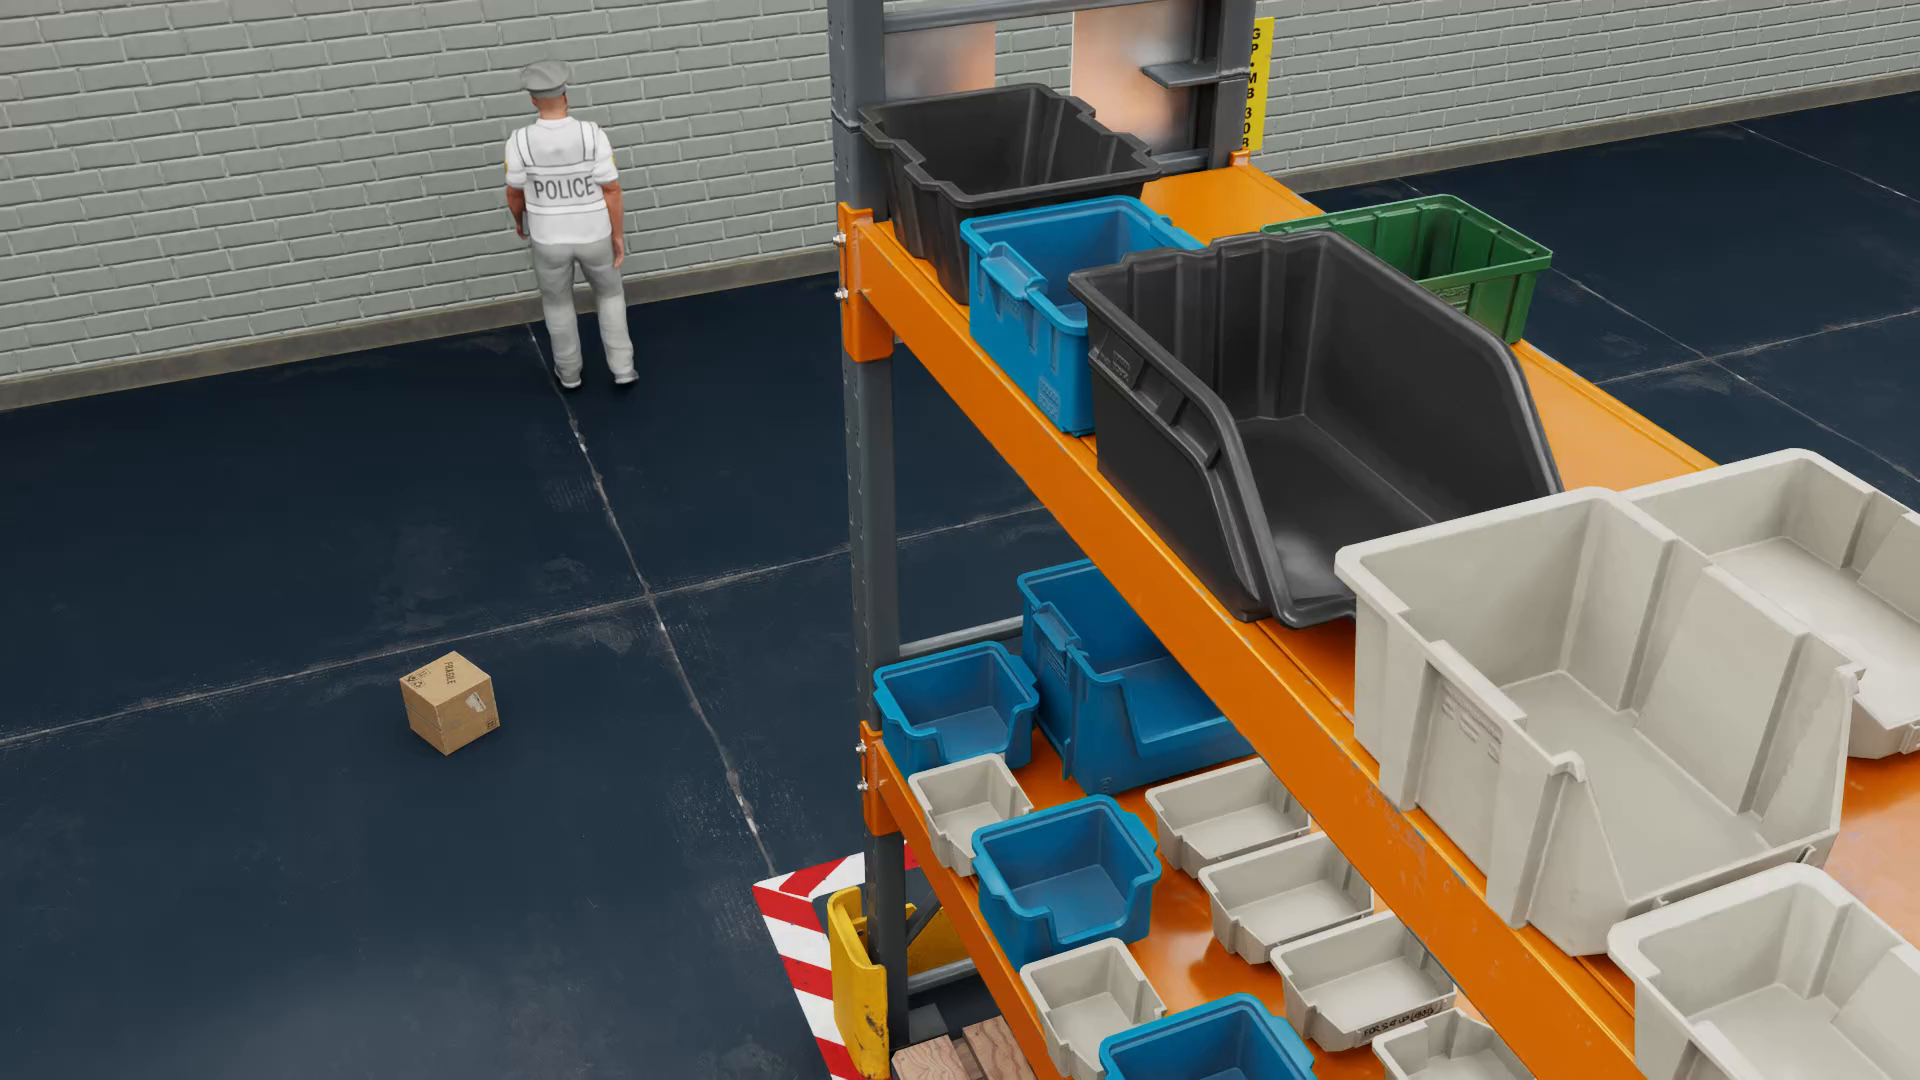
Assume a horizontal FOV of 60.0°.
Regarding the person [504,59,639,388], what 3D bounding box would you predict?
[{"bbox_3d":[-2.003,-1.560,8.531,0.558,1.829,0.513,-9,34,-13],"label":"person"}]
